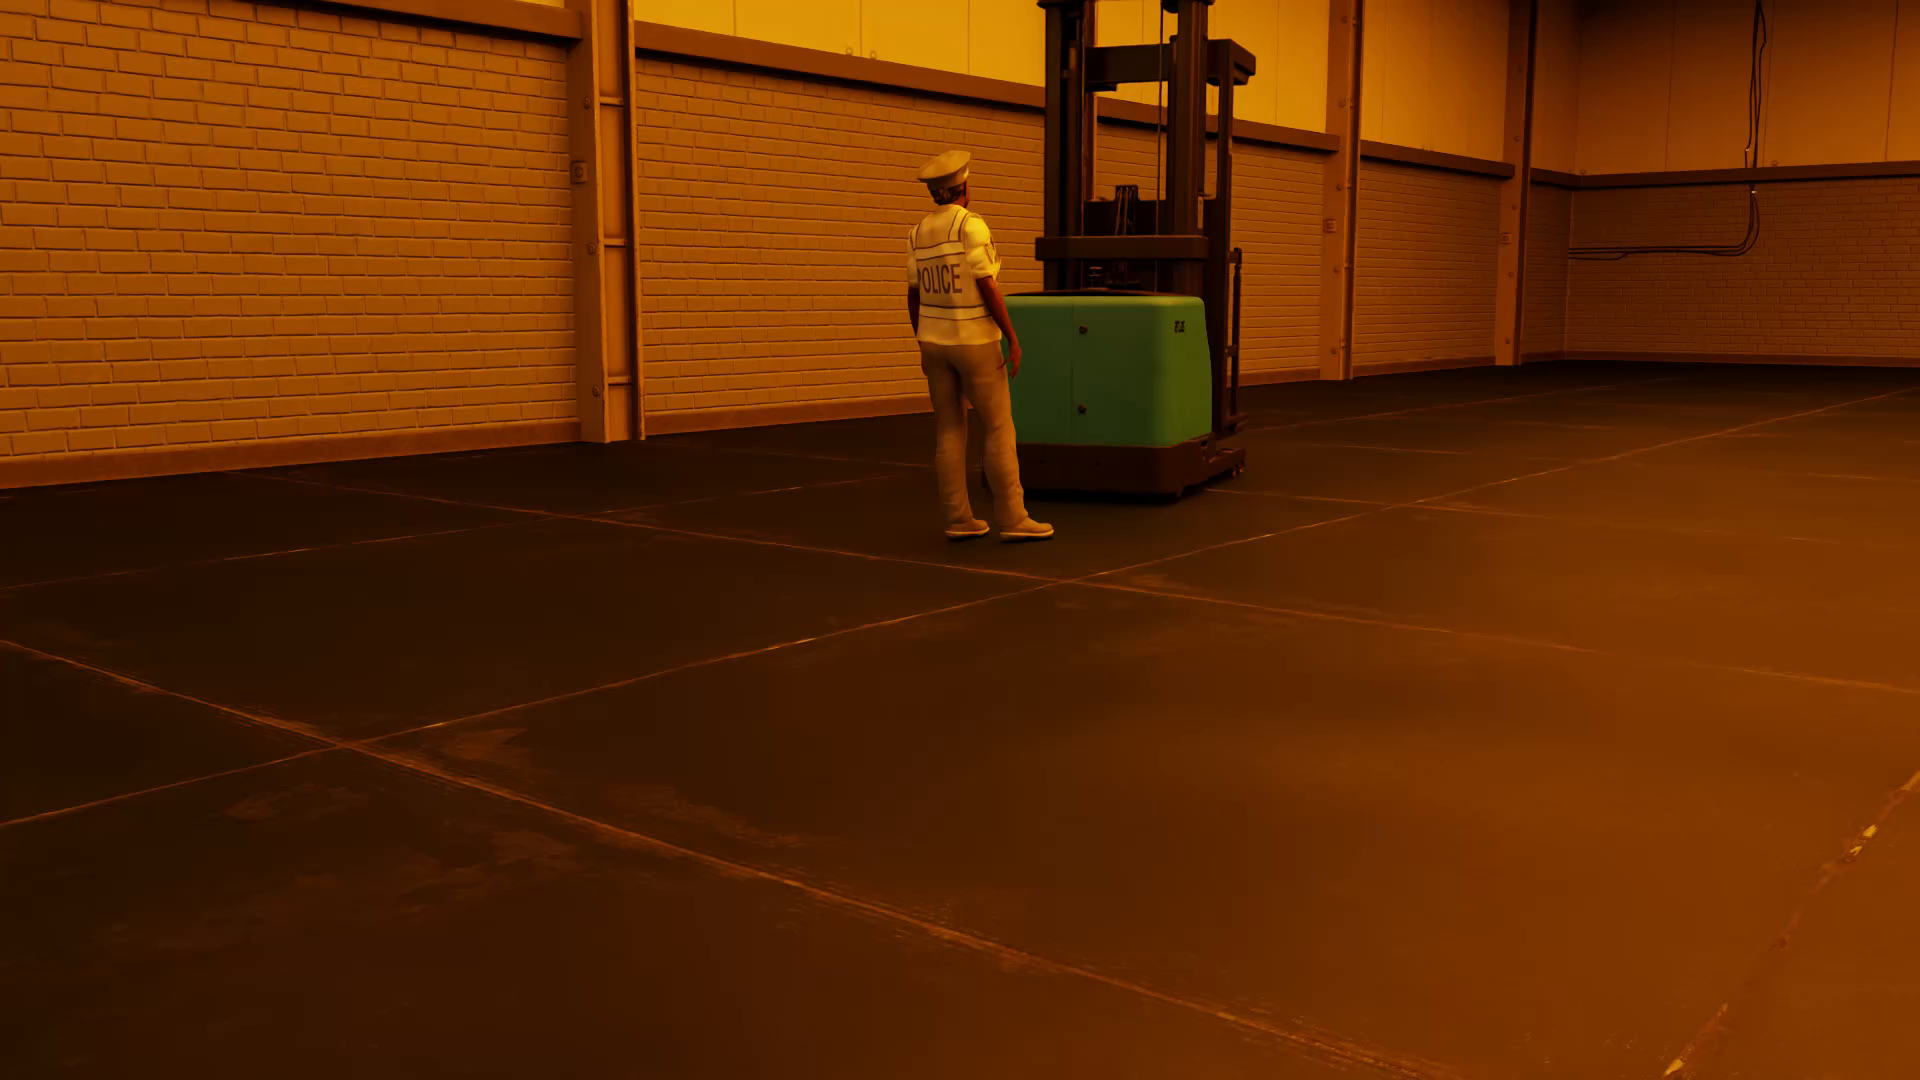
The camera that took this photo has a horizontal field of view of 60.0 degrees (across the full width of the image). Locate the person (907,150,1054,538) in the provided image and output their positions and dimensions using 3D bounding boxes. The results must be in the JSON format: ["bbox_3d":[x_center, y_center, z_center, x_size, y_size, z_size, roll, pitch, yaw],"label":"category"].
[{"bbox_3d":[0.062,-0.852,7.326,0.569,1.694,0.530,7,11,38],"label":"person"}]

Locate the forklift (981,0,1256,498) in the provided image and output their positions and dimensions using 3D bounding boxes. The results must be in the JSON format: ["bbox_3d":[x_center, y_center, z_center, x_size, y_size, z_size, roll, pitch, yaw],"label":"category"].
[{"bbox_3d":[1.111,-1.843,9.876,1.130,2.935,3.031,3,9,21],"label":"forklift"}]
